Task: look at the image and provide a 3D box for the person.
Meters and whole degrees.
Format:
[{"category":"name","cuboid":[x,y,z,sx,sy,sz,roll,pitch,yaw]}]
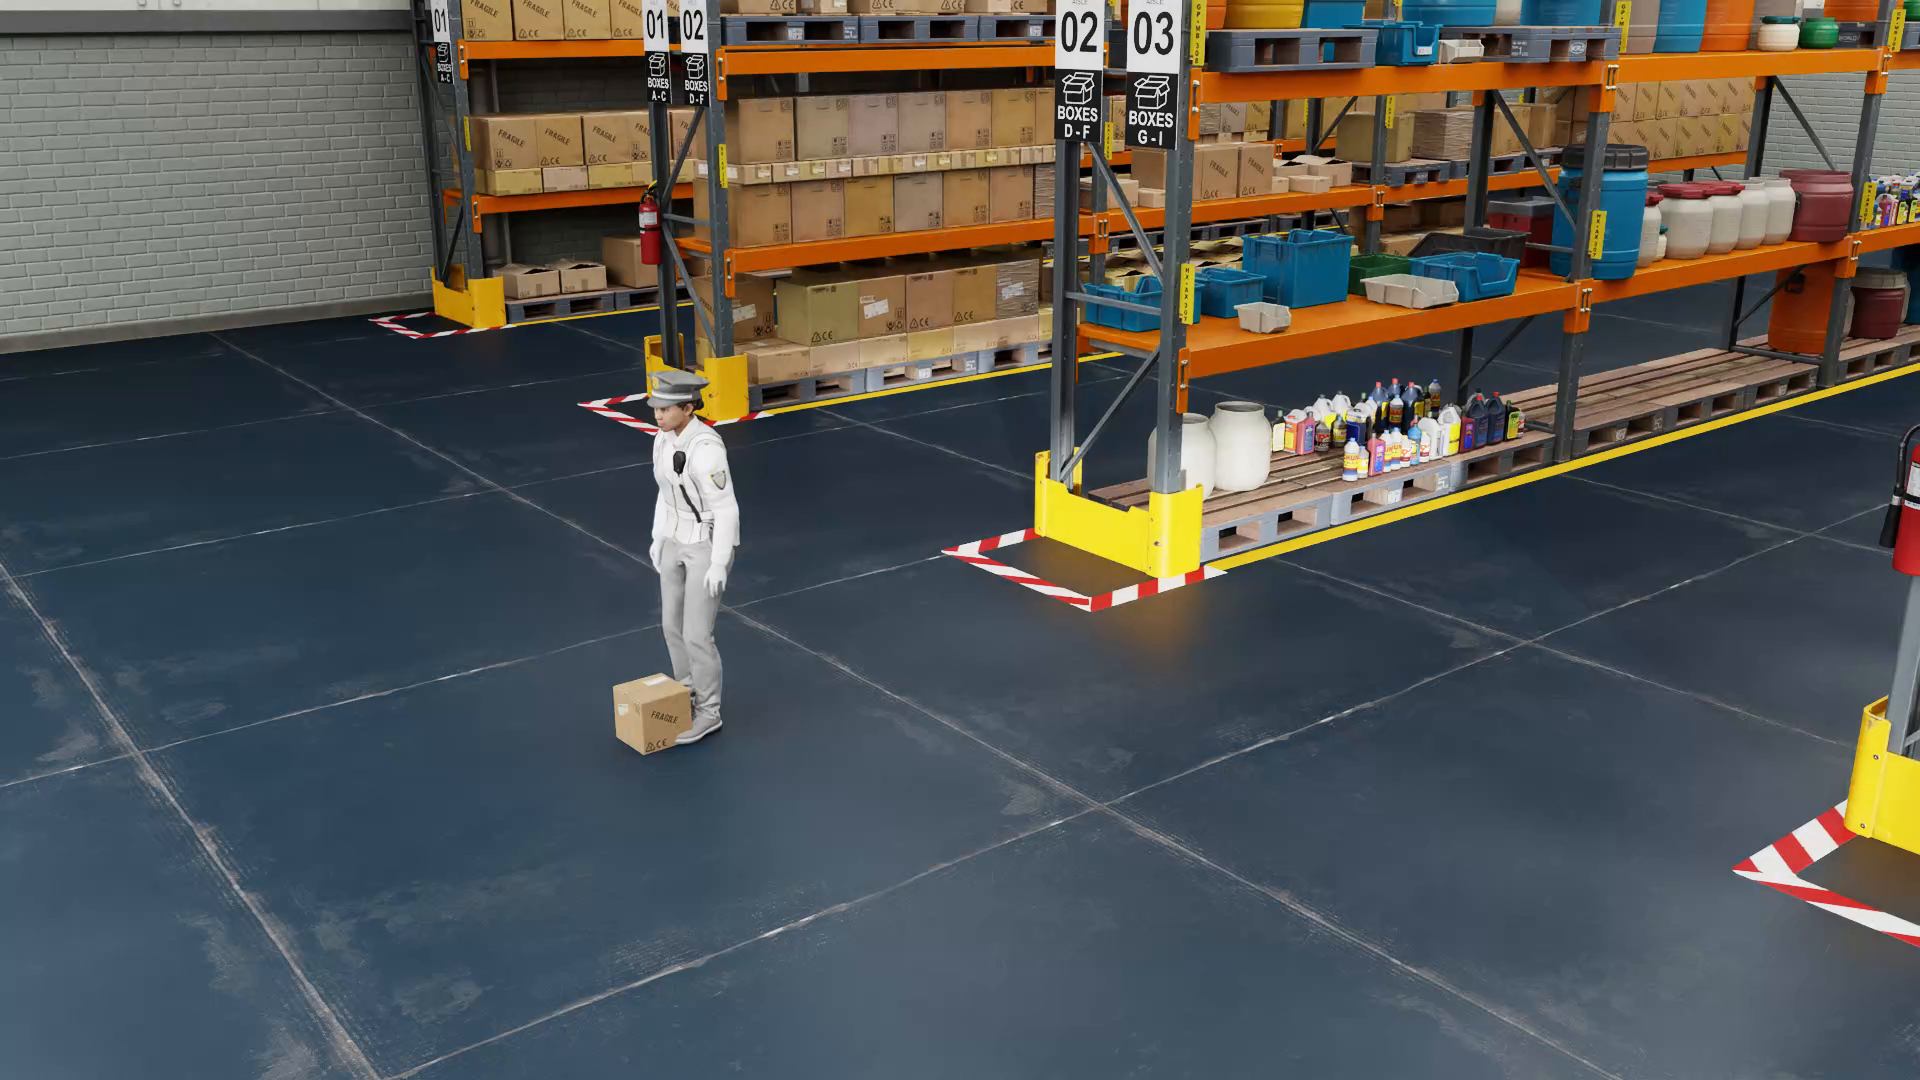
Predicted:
[{"category":"person","cuboid":[-1.200,0.061,7.354,0.412,1.665,0.543,-15,23,-39]}]
